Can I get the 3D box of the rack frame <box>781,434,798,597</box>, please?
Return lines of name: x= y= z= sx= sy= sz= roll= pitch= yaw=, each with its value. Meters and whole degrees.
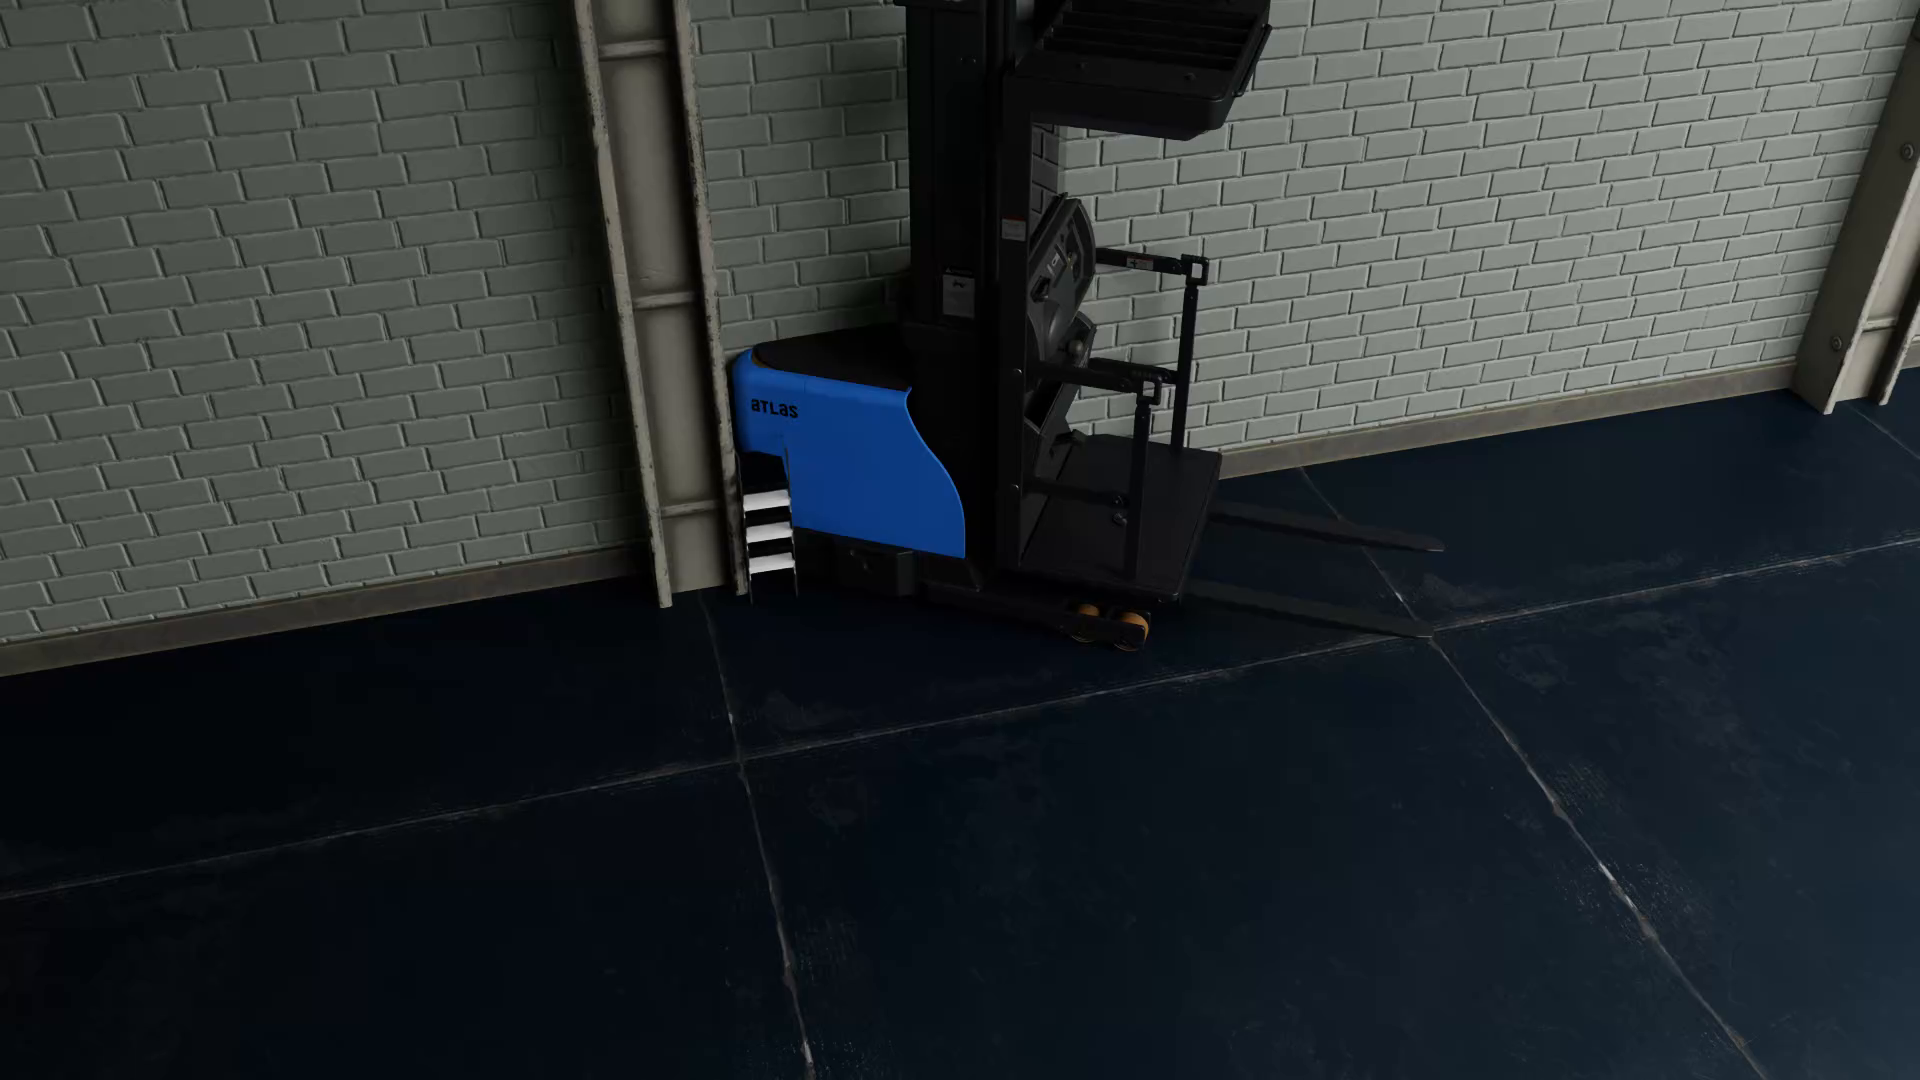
rack frame: x=-0.748 y=-0.119 z=7.240 sx=0.006 sy=0.900 sz=0.240 roll=-9 pitch=43 yaw=-11

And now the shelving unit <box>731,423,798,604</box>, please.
shelving unit: x=-0.847 y=-0.104 z=7.221 sx=0.210 sy=0.900 sz=0.258 roll=-9 pitch=43 yaw=-11

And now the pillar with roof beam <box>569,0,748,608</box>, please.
pillar with roof beam: x=-0.057 y=-0.869 z=1.479 sx=0.400 sy=9.000 sz=9.100 roll=-9 pitch=38 yaw=-12

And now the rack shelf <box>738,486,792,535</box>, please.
rack shelf: x=-0.846 y=-0.146 z=7.183 sx=0.200 sy=0.077 sz=0.258 roll=-9 pitch=43 yaw=-11

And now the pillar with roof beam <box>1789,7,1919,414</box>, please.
pillar with roof beam: x=5.736 y=-1.819 z=2.722 sx=0.400 sy=9.000 sz=9.100 roll=-9 pitch=38 yaw=-12

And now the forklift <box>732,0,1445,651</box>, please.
forklift: x=0.602 y=-1.051 z=6.712 sx=3.031 sy=2.935 sz=1.130 roll=11 pitch=39 yaw=14

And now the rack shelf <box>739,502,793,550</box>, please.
rack shelf: x=-0.847 y=-0.079 z=7.243 sx=0.200 sy=0.077 sz=0.258 roll=-9 pitch=43 yaw=-11

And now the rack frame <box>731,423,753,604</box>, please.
rack frame: x=-0.945 y=-0.089 z=7.202 sx=0.006 sy=0.900 sz=0.240 roll=-9 pitch=43 yaw=-11

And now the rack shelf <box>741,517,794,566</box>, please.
rack shelf: x=-0.849 y=-0.012 z=7.303 sx=0.200 sy=0.077 sz=0.258 roll=-9 pitch=43 yaw=-11

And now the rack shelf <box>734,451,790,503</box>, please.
rack shelf: x=-0.842 y=-0.280 z=7.063 sx=0.200 sy=0.077 sz=0.258 roll=-9 pitch=43 yaw=-11

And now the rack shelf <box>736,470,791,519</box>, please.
rack shelf: x=-0.844 y=-0.213 z=7.123 sx=0.200 sy=0.077 sz=0.258 roll=-9 pitch=43 yaw=-11

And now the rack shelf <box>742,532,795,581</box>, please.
rack shelf: x=-0.850 y=0.055 z=7.363 sx=0.200 sy=0.077 sz=0.258 roll=-9 pitch=43 yaw=-11
